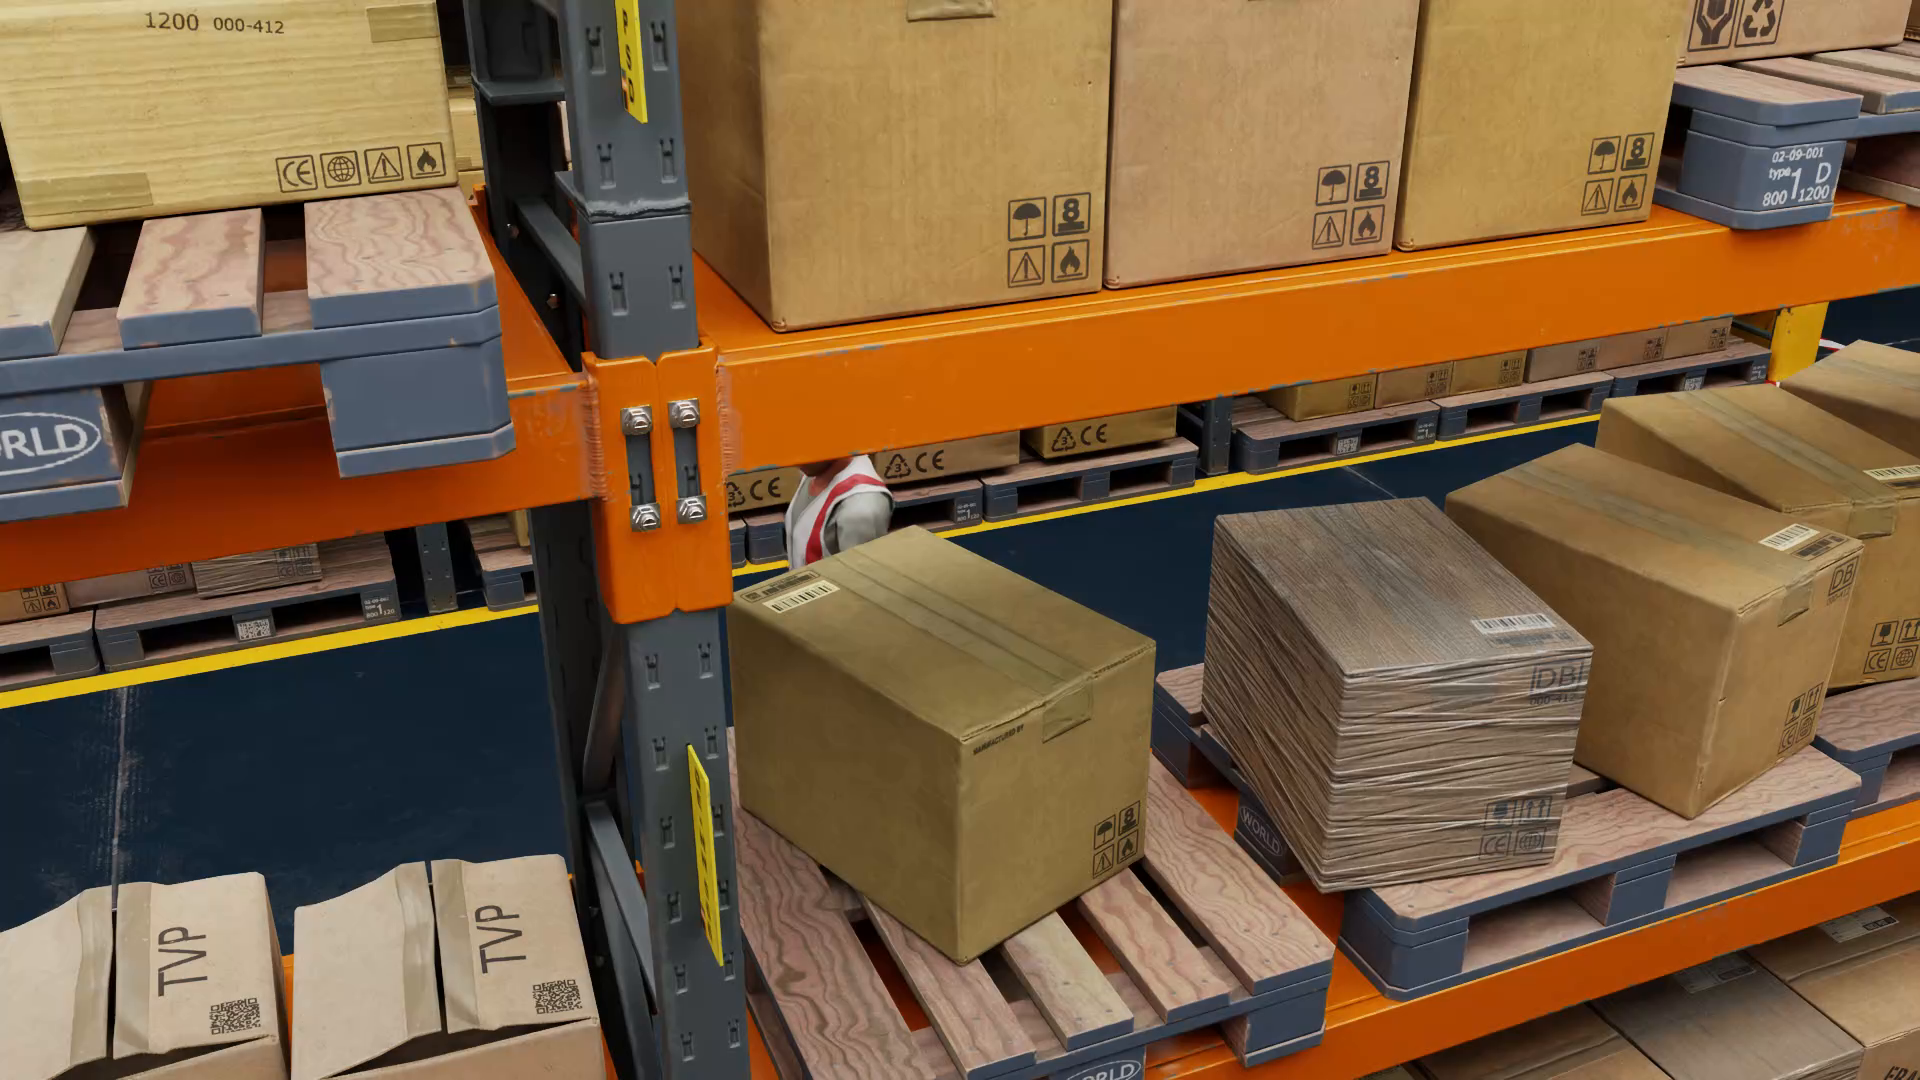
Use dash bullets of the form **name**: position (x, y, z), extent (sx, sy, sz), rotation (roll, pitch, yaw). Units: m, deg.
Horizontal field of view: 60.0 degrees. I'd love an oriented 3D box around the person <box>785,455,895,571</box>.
- **person**: position (-0.423, 0.316, 5.452), extent (0.388, 1.767, 0.533), rotation (-10, 27, -20)
